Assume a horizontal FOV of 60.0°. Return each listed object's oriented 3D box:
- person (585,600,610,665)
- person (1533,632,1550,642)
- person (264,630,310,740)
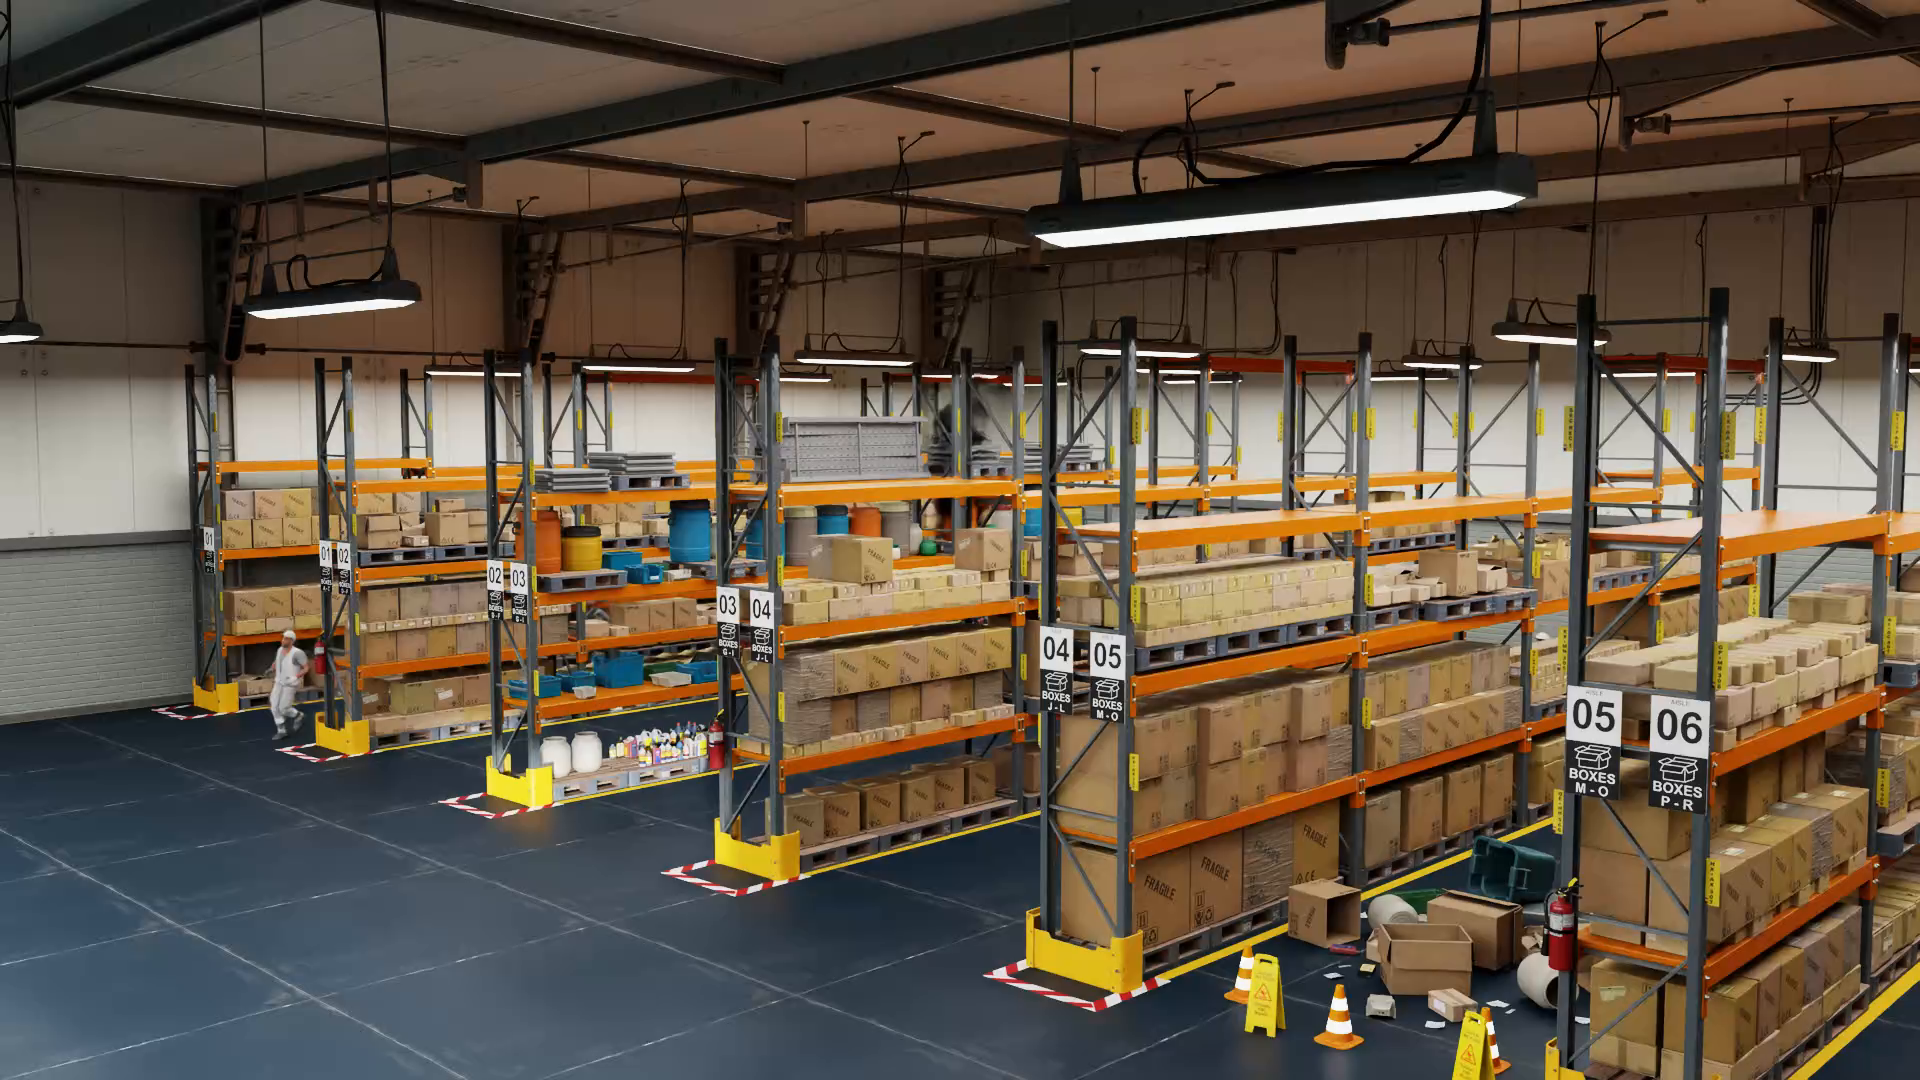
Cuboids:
[{"bbox_3d":[-7.037,1.905,31.510,0.641,1.725,0.658,3,6,38],"label":"person"},{"bbox_3d":[9.089,2.306,26.033,0.594,1.729,0.681,-4,6,-40],"label":"person"},{"bbox_3d":[-10.649,2.290,26.422,0.692,1.735,0.655,2,5,25],"label":"person"}]
